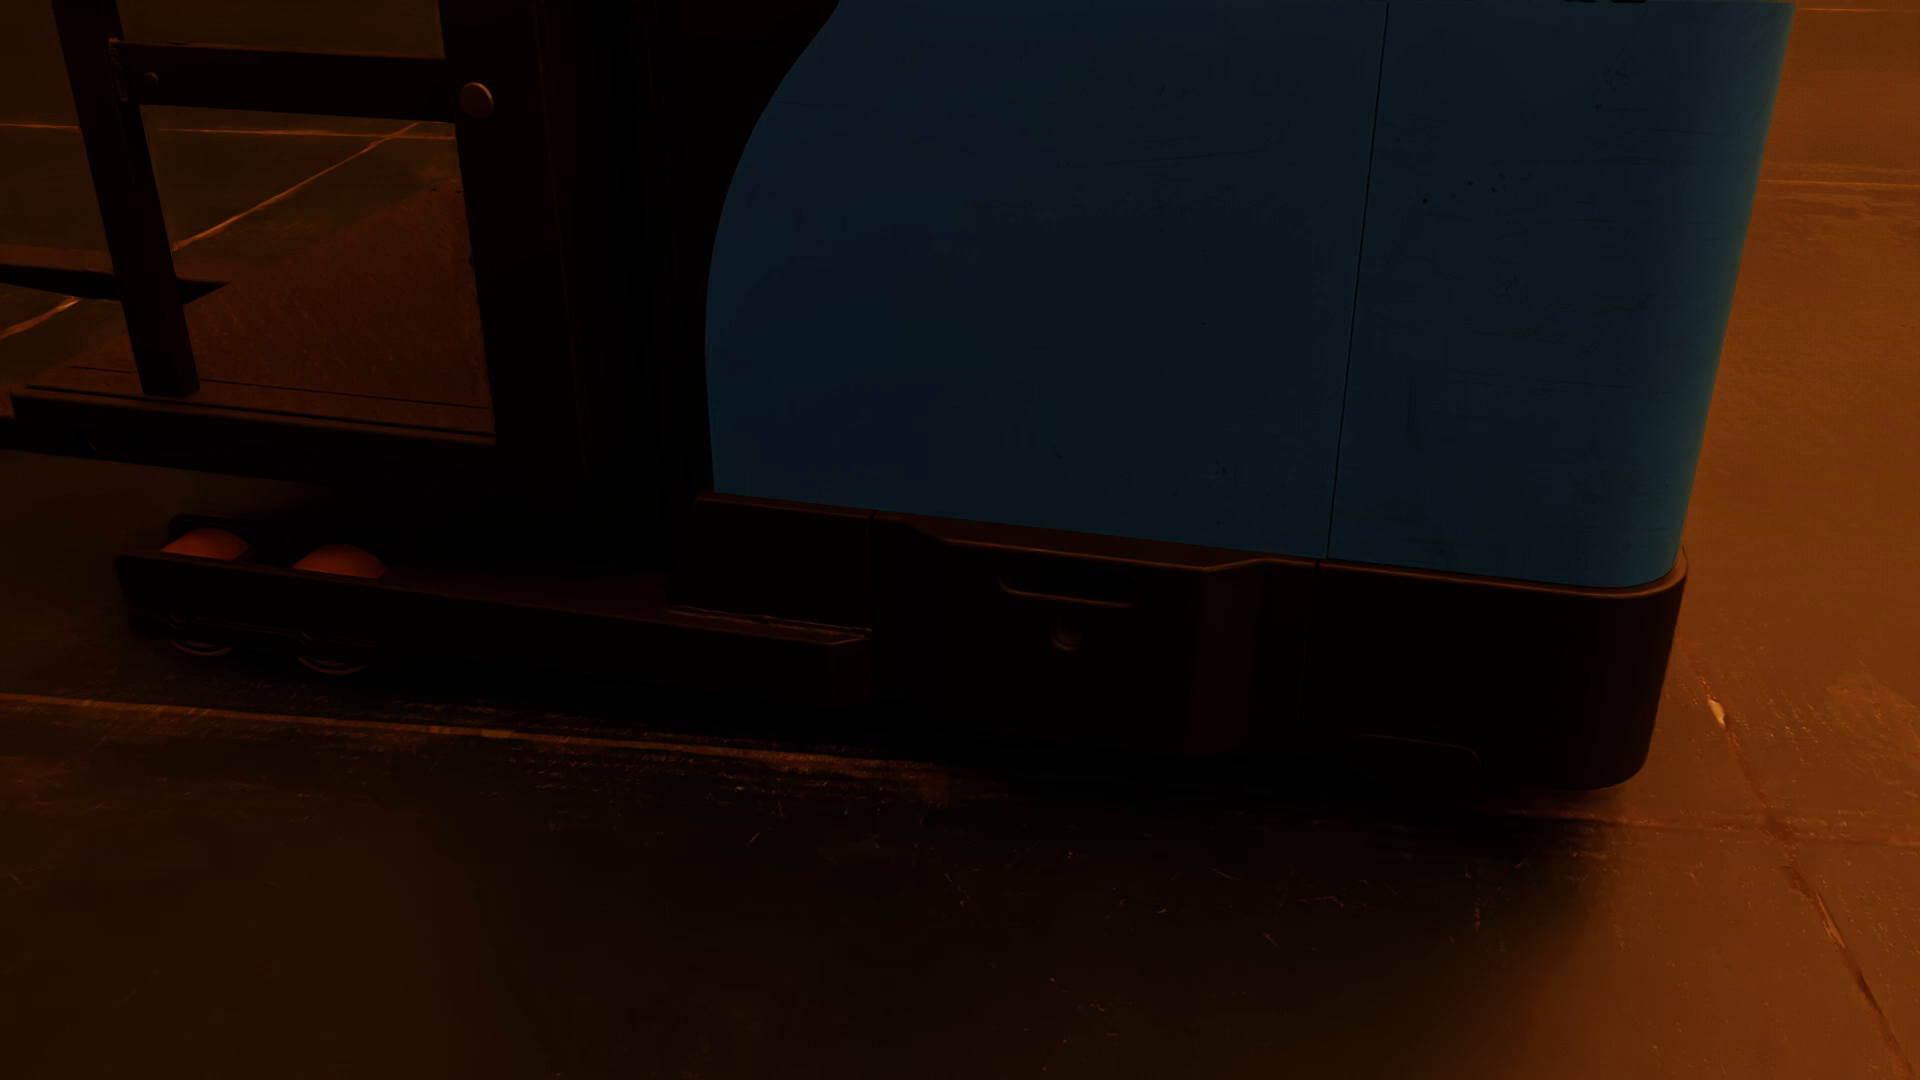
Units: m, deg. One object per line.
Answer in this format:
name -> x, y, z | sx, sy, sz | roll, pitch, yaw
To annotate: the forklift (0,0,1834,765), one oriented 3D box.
forklift -> -0.617, -1.284, 1.791 | 3.031, 2.935, 1.130 | 0, 27, -1
